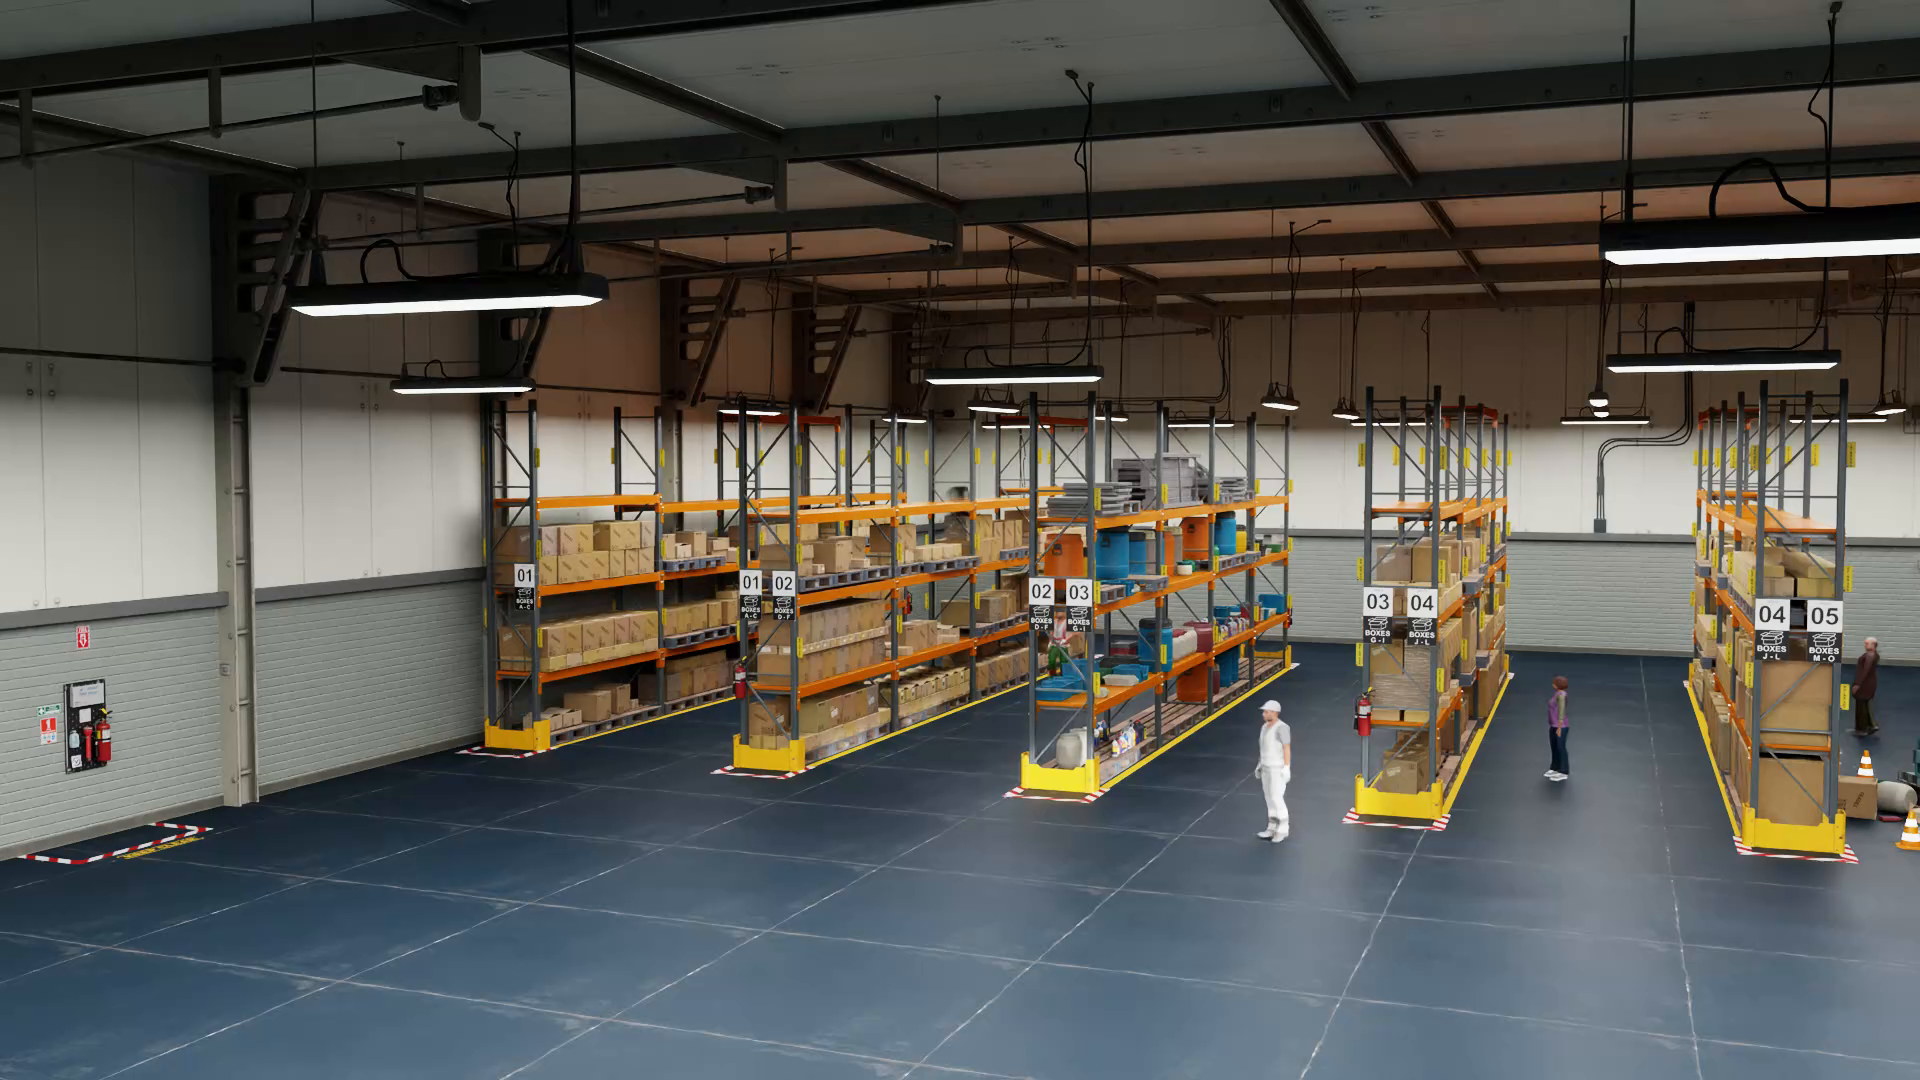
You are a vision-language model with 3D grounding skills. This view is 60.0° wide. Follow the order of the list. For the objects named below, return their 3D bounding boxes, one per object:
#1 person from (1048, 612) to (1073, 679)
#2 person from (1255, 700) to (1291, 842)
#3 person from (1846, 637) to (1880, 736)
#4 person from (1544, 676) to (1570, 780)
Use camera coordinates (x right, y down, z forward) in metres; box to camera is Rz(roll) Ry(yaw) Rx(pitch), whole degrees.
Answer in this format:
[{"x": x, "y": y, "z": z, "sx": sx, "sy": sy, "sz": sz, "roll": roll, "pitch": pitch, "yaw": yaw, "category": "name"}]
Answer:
[{"x": 2.179, "y": 2.374, "z": 36.411, "sx": 0.607, "sy": 1.803, "sz": 0.878, "roll": 1, "pitch": 3, "yaw": 19, "category": "person"}, {"x": 4.106, "y": 3.035, "z": 21.917, "sx": 0.376, "sy": 1.834, "sz": 0.598, "roll": -1, "pitch": 3, "yaw": -23, "category": "person"}, {"x": 16.265, "y": 2.639, "z": 29.935, "sx": 0.620, "sy": 1.791, "sz": 0.532, "roll": -2, "pitch": 3, "yaw": -32, "category": "person"}, {"x": 9.312, "y": 2.915, "z": 25.910, "sx": 0.328, "sy": 1.605, "sz": 0.460, "roll": 0, "pitch": 3, "yaw": -4, "category": "person"}]
